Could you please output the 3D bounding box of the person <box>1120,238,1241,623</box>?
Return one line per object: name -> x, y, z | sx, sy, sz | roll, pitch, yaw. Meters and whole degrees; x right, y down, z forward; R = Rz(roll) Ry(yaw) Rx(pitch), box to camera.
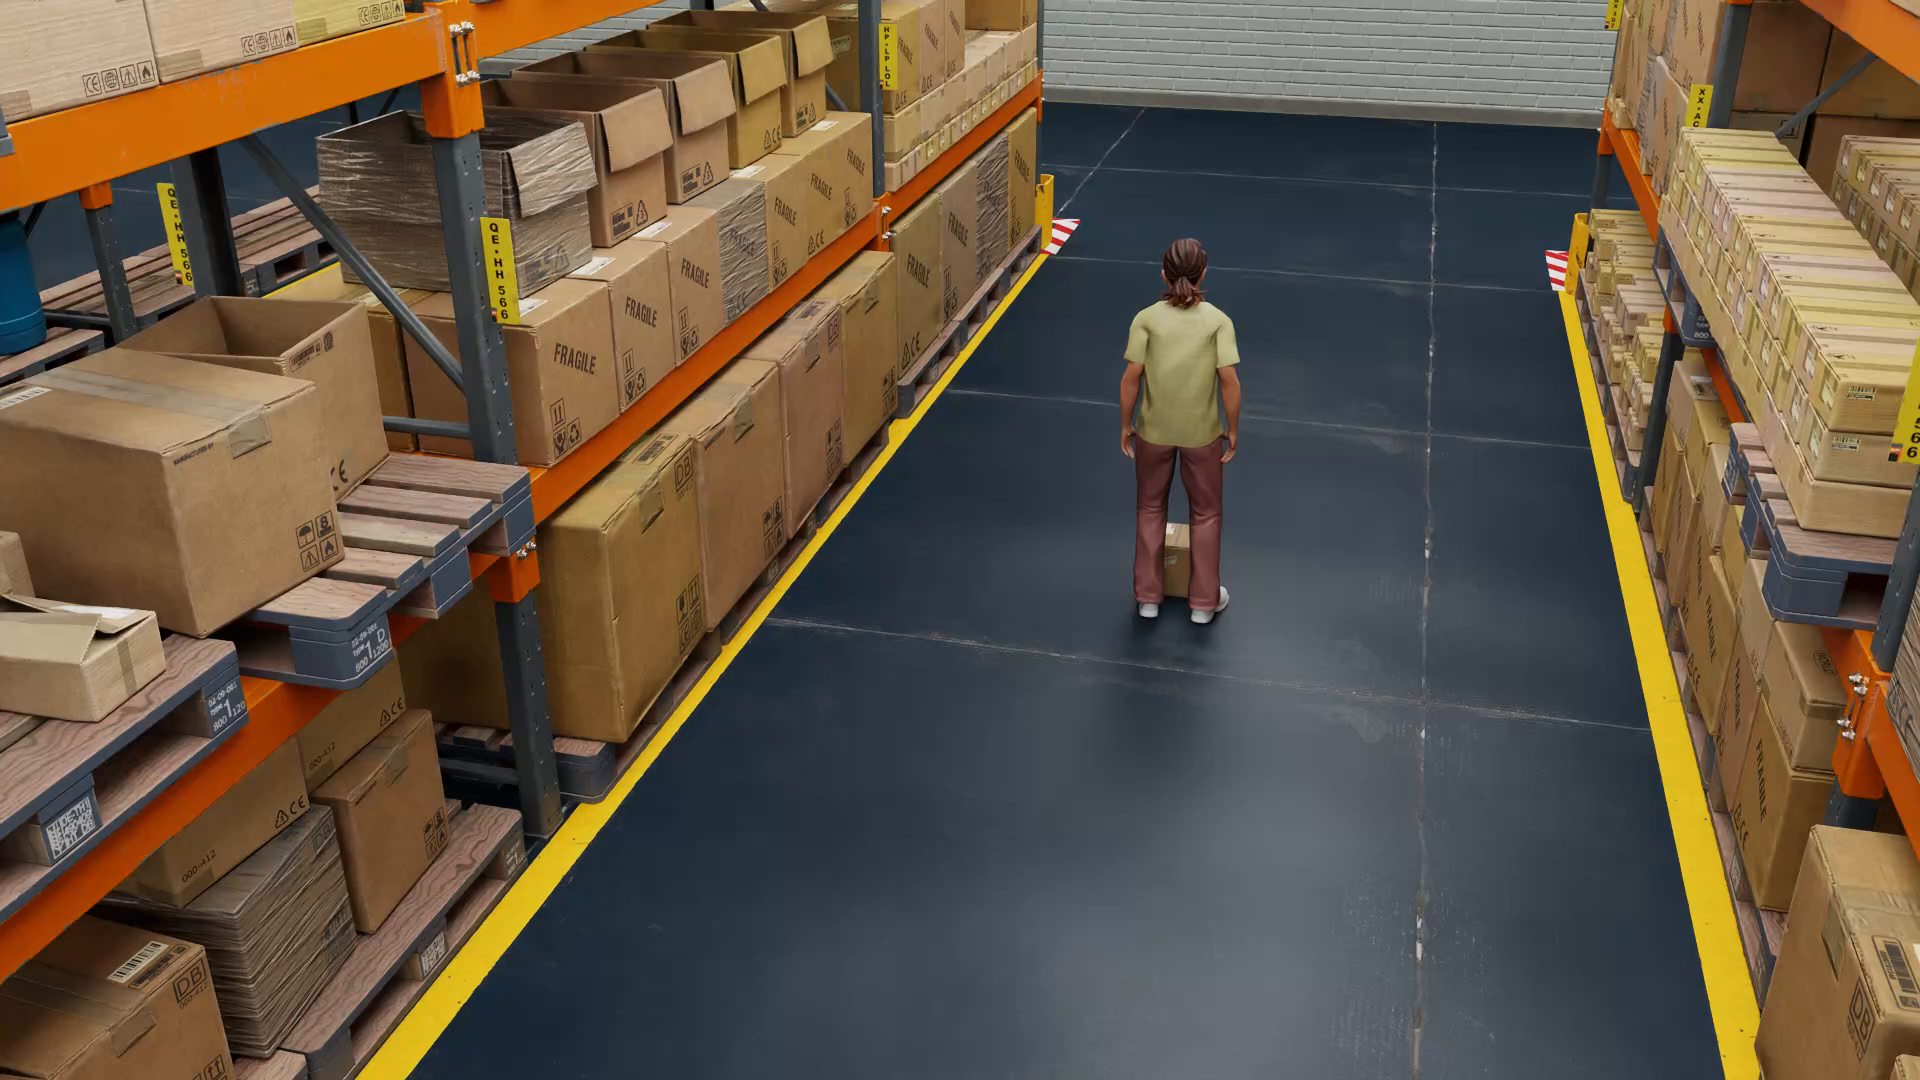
person -> 0.933, -0.448, 7.056 | 0.512, 1.671, 0.368 | 5, 26, 10
